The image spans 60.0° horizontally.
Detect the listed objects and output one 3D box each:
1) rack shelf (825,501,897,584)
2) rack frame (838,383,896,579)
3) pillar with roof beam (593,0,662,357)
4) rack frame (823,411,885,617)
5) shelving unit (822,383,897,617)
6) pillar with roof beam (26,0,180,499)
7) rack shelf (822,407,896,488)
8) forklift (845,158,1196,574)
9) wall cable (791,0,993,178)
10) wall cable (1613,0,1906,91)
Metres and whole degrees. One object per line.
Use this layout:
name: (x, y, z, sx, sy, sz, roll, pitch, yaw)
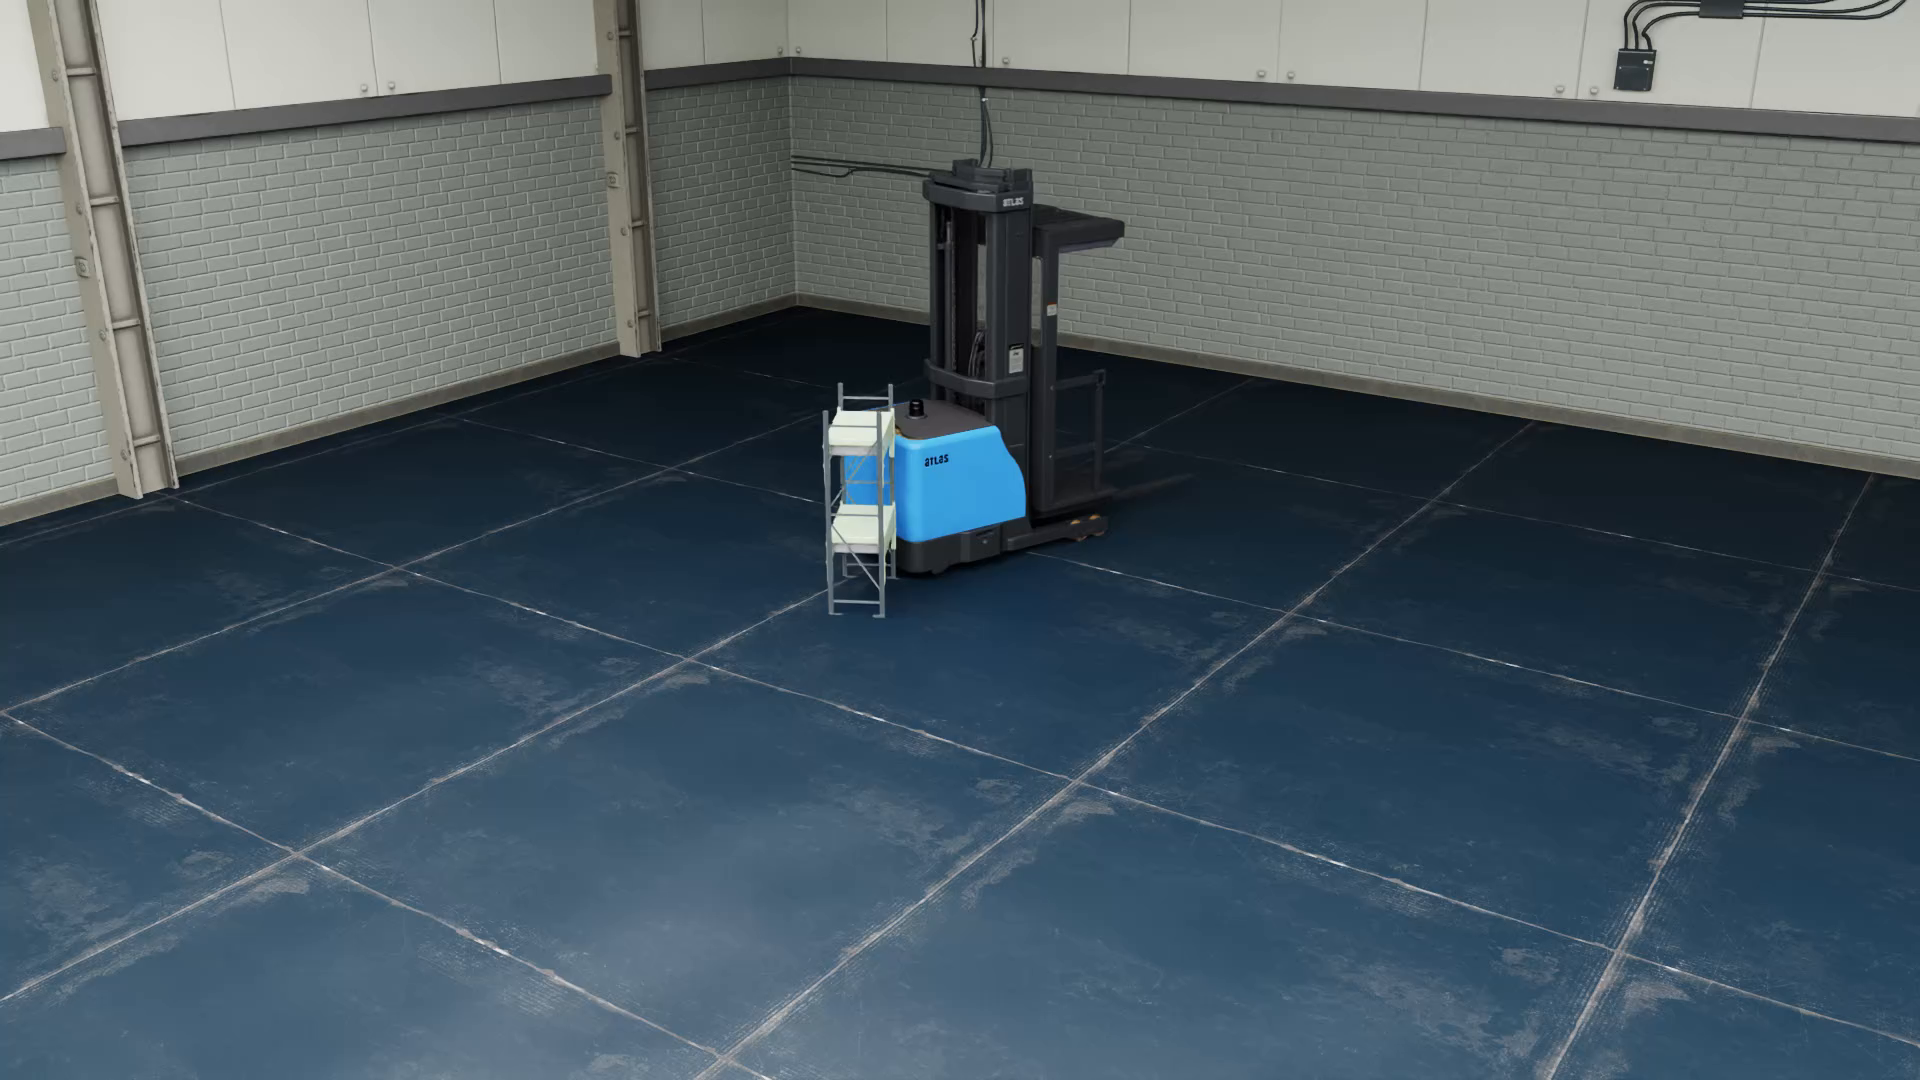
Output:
rack shelf: (-0.707, 0.010, 12.015, 0.431, 0.370, 0.720, 1, 20, 4)
rack frame: (-0.682, -0.422, 12.244, 0.400, 1.500, 0.023, 1, 20, 4)
pillar with roof beam: (-0.111, -5.537, 15.264, 9.100, 9.000, 0.400, 13, 24, 32)
rack frame: (-0.733, -0.169, 11.559, 0.400, 1.500, 0.023, 1, 20, 4)
shelving unit: (-0.707, -0.295, 11.902, 0.431, 1.500, 0.755, 1, 20, 4)
pillar with roof beam: (-3.484, -3.816, 10.610, 9.100, 9.000, 0.400, 13, 24, 32)
rack shelf: (-0.707, -0.661, 11.766, 0.431, 0.370, 0.720, 1, 20, 4)
forklift: (0.579, -1.501, 13.099, 3.031, 2.935, 1.130, -14, 24, -33)
wall cable: (-0.922, -5.508, 19.660, 3.097, 2.526, 0.112, 13, 24, 32)
wall cable: (6.920, -6.703, 13.514, 2.305, 6.003, 0.169, 13, 24, 32)
